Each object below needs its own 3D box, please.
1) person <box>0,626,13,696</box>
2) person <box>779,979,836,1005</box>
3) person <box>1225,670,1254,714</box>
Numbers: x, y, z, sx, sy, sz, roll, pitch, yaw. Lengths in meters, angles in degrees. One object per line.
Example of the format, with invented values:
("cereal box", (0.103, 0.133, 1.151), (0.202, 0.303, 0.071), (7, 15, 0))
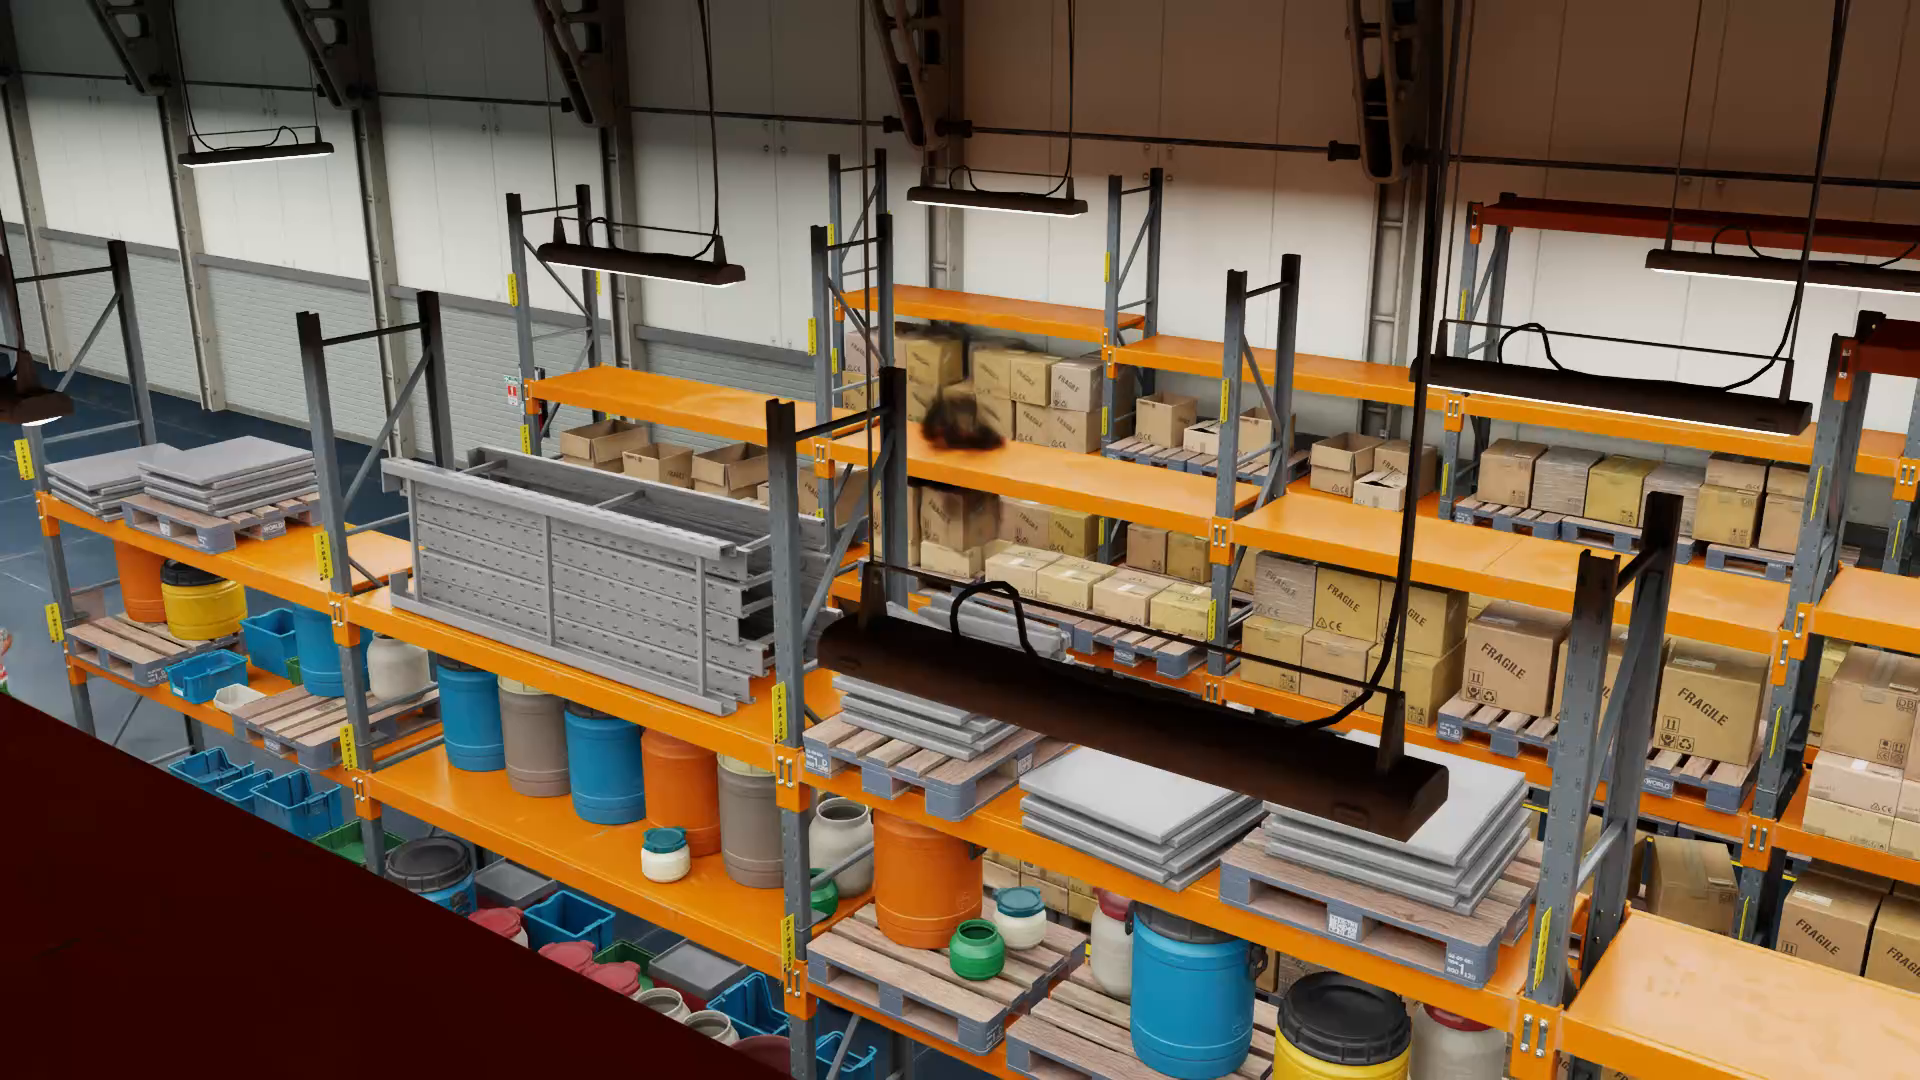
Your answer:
("person", (-10.277, 1.531, 17.673), (0.872, 1.829, 0.652), (-13, 22, -34))
("person", (-1.200, 2.942, 13.479), (0.790, 1.831, 0.687), (8, 20, 21))
("person", (2.589, 2.043, 16.392), (0.509, 1.676, 0.596), (10, 21, 28))
